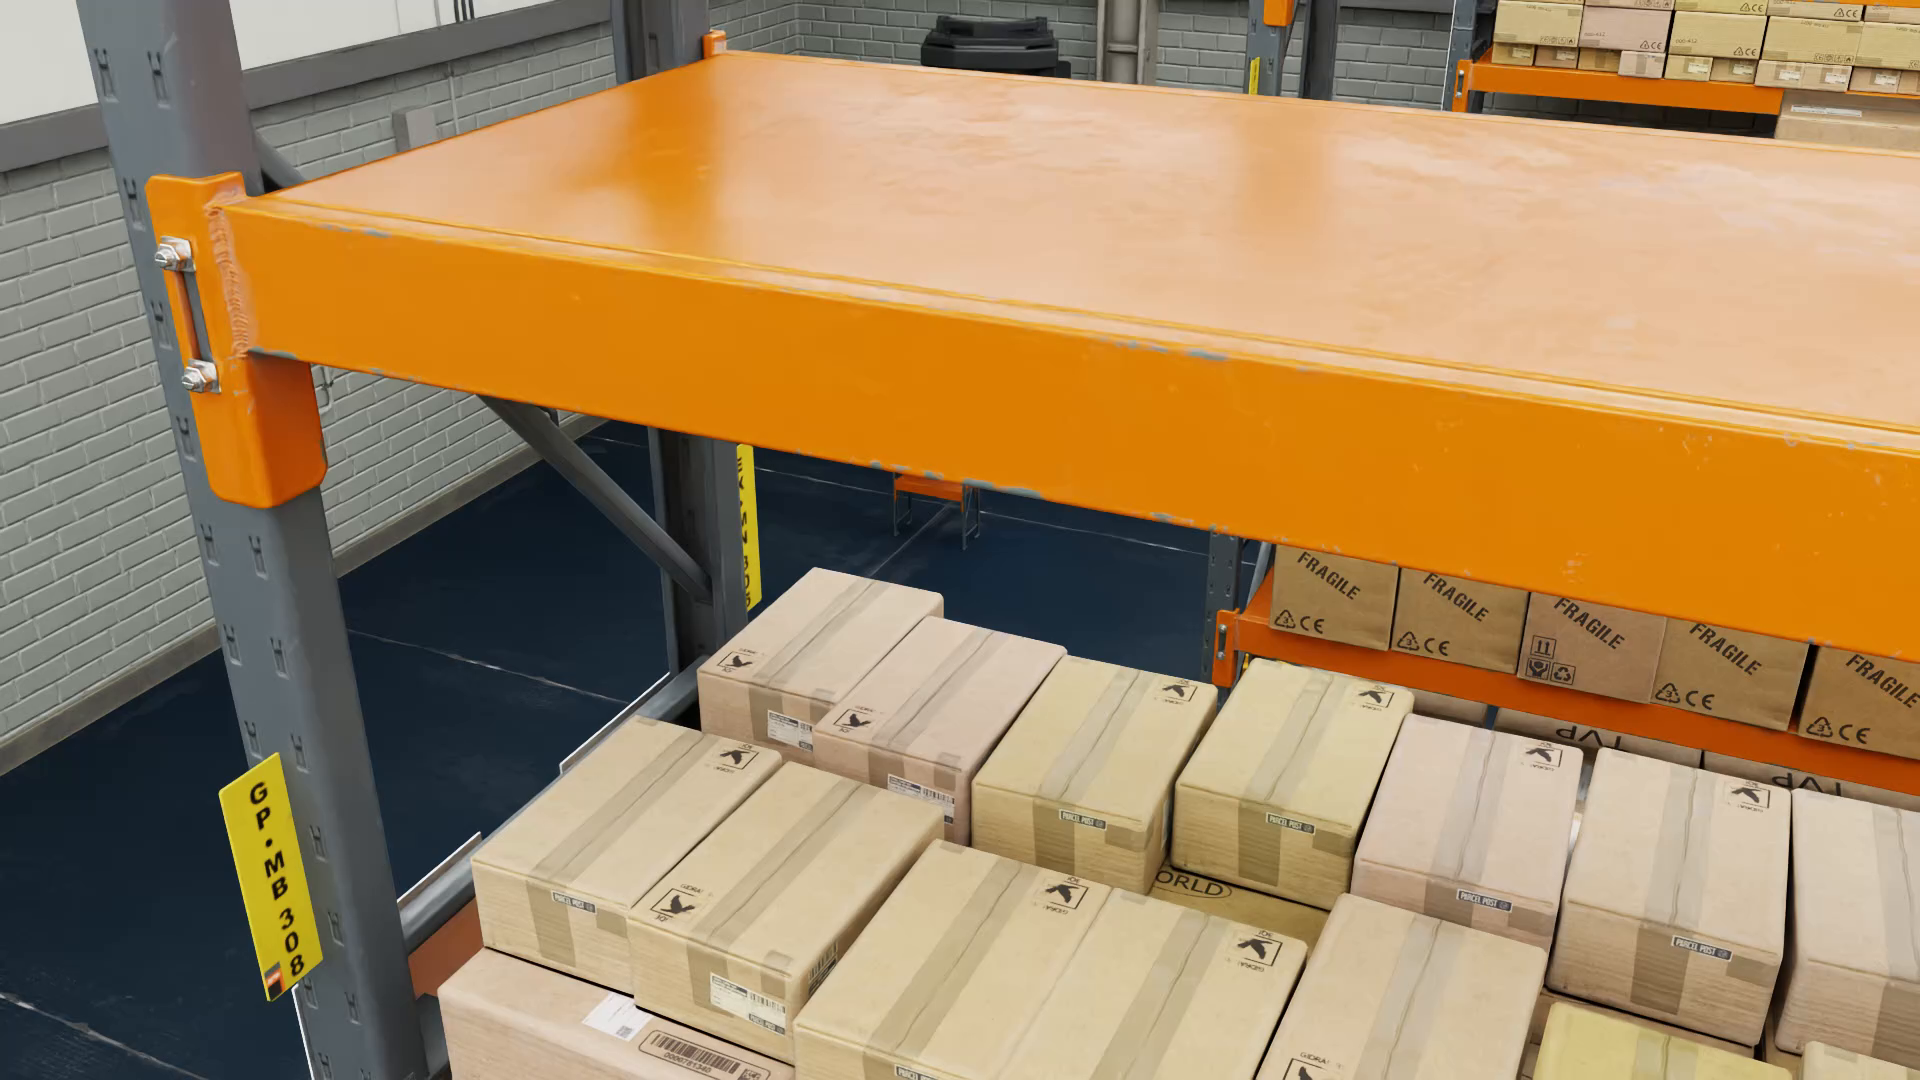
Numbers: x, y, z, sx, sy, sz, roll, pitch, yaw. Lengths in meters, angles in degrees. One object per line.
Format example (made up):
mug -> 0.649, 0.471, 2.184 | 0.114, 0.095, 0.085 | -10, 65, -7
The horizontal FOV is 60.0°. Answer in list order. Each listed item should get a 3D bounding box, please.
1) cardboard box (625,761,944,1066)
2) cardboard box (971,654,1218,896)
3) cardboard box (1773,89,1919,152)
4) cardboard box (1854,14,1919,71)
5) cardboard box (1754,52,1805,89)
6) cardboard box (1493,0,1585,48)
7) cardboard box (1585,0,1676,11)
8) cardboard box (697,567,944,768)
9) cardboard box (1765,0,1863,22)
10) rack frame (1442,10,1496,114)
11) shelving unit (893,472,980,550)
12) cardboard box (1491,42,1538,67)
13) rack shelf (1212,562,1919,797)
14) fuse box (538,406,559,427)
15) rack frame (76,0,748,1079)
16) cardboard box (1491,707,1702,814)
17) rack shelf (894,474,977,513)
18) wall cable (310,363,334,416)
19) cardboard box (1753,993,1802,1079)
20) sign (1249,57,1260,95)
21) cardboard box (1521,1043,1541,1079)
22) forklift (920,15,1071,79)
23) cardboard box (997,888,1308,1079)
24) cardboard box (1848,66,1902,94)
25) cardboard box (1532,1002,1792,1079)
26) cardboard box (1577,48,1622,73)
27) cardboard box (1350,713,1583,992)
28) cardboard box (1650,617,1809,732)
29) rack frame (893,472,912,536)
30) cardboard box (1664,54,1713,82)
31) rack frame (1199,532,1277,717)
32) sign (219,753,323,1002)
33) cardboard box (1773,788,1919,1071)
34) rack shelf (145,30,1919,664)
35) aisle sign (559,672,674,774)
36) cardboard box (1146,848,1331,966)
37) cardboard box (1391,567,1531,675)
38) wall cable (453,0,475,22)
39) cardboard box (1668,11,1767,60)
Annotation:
cardboard box -> -0.215, 0.470, 2.156 | 0.250, 0.149, 0.380 | 13, 29, 24
cardboard box -> 0.202, 0.339, 2.422 | 0.250, 0.149, 0.380 | 10, 28, 20
cardboard box -> 3.090, -1.257, 5.809 | 0.500, 0.500, 0.500 | 12, 29, 23
cardboard box -> 5.527, -2.916, 9.713 | 0.500, 0.250, 0.500 | 12, 29, 23
cardboard box -> 4.917, -2.820, 9.971 | 0.250, 0.149, 0.380 | 11, 28, 22
cardboard box -> 3.659, -3.279, 10.452 | 0.500, 0.250, 0.500 | 11, 28, 21
cardboard box -> 4.123, -3.412, 10.155 | 0.500, 0.250, 0.500 | 11, 28, 21
cardboard box -> -0.216, 0.208, 2.688 | 0.250, 0.149, 0.380 | 11, 28, 21
cardboard box -> 5.054, -3.236, 9.799 | 0.500, 0.250, 0.500 | 12, 29, 23
rack frame -> 3.368, -2.058, 11.535 | 0.127, 3.000, 1.000 | 11, 28, 22
shelving unit -> -0.151, -0.569, 10.546 | 0.503, 1.200, 0.258 | 11, 28, 22
cardboard box -> 3.562, -3.140, 10.619 | 0.250, 0.149, 0.380 | 12, 29, 23
rack shelf -> 3.137, 0.627, 6.896 | 4.000, 0.370, 1.077 | 11, 28, 22
fuse box -> -2.824, -1.323, 11.501 | 0.414, 1.711, 0.539 | 11, 28, 22
rack frame -> -0.640, -0.744, 2.074 | 0.127, 3.000, 1.000 | 11, 28, 22
cardboard box -> 2.796, 1.144, 7.456 | 0.875, 0.438, 0.875 | 12, 29, 23
rack shelf -> -0.151, -0.330, 10.664 | 0.480, 0.148, 0.258 | 11, 28, 22
wall cable -> -3.826, -1.553, 9.323 | 0.123, 1.953, 0.585 | 11, 28, 22
cardboard box -> 1.270, 0.711, 2.118 | 0.500, 0.250, 0.500 | 10, 28, 20
sign -> 1.082, -1.613, 6.156 | 0.005, 0.325, 0.100 | 11, 28, 22
cardboard box -> 0.582, 0.821, 1.894 | 0.500, 0.250, 0.500 | 12, 29, 22
forklift -> 0.247, -2.429, 12.365 | 1.130, 2.935, 3.031 | 2, 26, 4
cardboard box -> 0.223, 0.594, 1.905 | 0.250, 0.149, 0.380 | 12, 29, 23
cardboard box -> 5.412, -2.757, 9.842 | 0.250, 0.149, 0.380 | 12, 29, 22
cardboard box -> 0.702, 0.685, 1.720 | 0.250, 0.149, 0.380 | 12, 29, 23
cardboard box -> 4.038, -3.048, 10.434 | 0.250, 0.149, 0.380 | 11, 28, 22
cardboard box -> 0.693, 0.414, 2.269 | 0.250, 0.149, 0.380 | 11, 28, 21
cardboard box -> 3.025, 0.363, 6.504 | 0.500, 0.500, 0.500 | 12, 29, 24
rack frame -> -0.373, -0.613, 10.637 | 0.015, 1.200, 0.240 | 11, 28, 22
cardboard box -> 4.464, -2.917, 10.166 | 0.250, 0.149, 0.380 | 11, 28, 22
rack frame -> 1.317, -0.062, 7.480 | 0.127, 3.000, 1.000 | 11, 28, 22
sign -> -0.865, 0.427, 2.101 | 0.005, 0.325, 0.100 | 11, 28, 22
cardboard box -> 1.176, 0.498, 2.099 | 0.250, 0.149, 0.380 | 11, 28, 20
rack shelf -> 1.180, -0.055, 1.491 | 4.000, 0.370, 1.077 | 11, 28, 22
aisle sign -> -0.583, 0.647, 3.097 | 0.004, 0.787, 0.394 | 11, 28, 22
cardboard box -> 0.350, 0.519, 2.508 | 0.500, 0.250, 0.500 | 11, 28, 20
cardboard box -> 2.107, 0.178, 6.880 | 0.500, 0.500, 0.500 | 11, 28, 21
wall cable -> -2.477, -5.112, 10.903 | 0.133, 3.039, 2.988 | 11, 28, 22
cardboard box -> 4.591, -3.096, 10.080 | 0.500, 0.250, 0.500 | 10, 28, 20
